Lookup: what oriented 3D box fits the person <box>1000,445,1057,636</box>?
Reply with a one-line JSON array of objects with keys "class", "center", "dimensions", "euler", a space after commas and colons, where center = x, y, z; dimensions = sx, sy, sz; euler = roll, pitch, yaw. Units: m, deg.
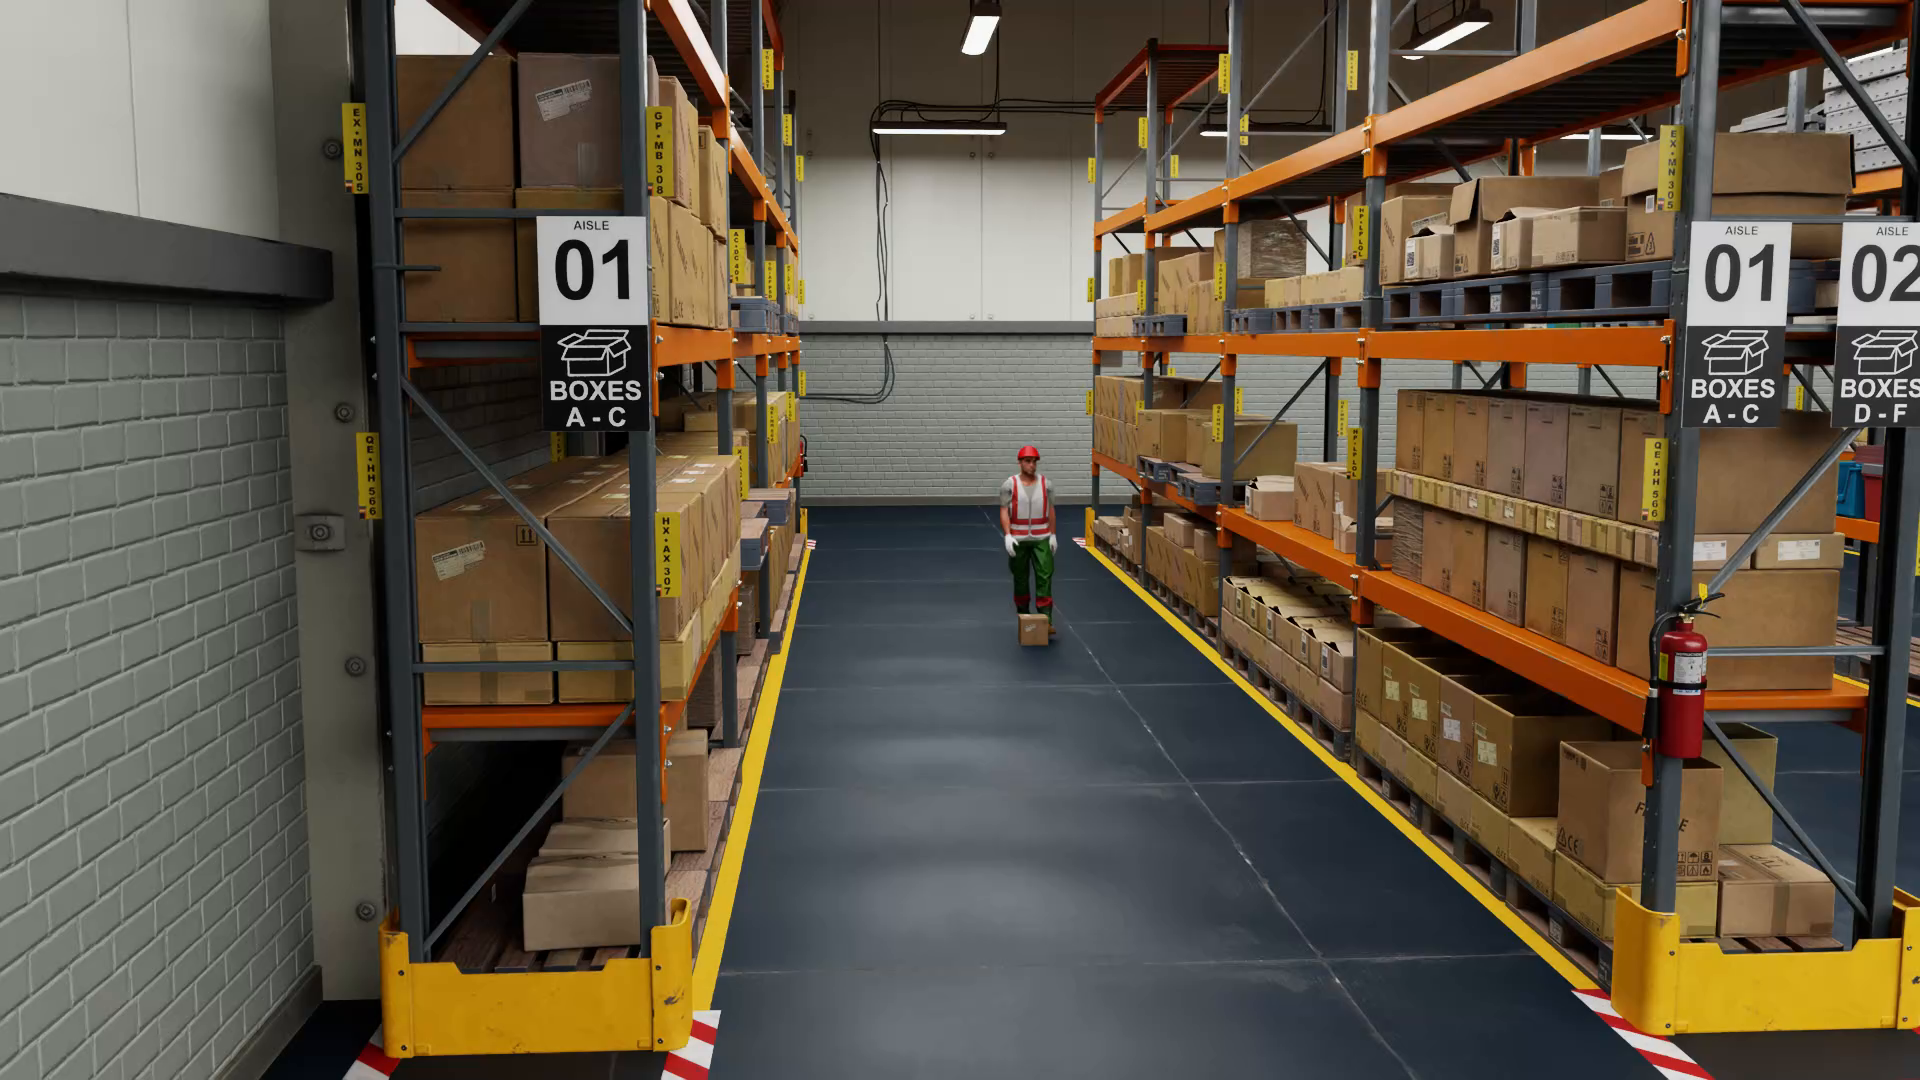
[{"class": "person", "center": [0.652, 0.006, 15.472], "dimensions": [0.553, 1.764, 0.817], "euler": [0, 7, -2]}]
